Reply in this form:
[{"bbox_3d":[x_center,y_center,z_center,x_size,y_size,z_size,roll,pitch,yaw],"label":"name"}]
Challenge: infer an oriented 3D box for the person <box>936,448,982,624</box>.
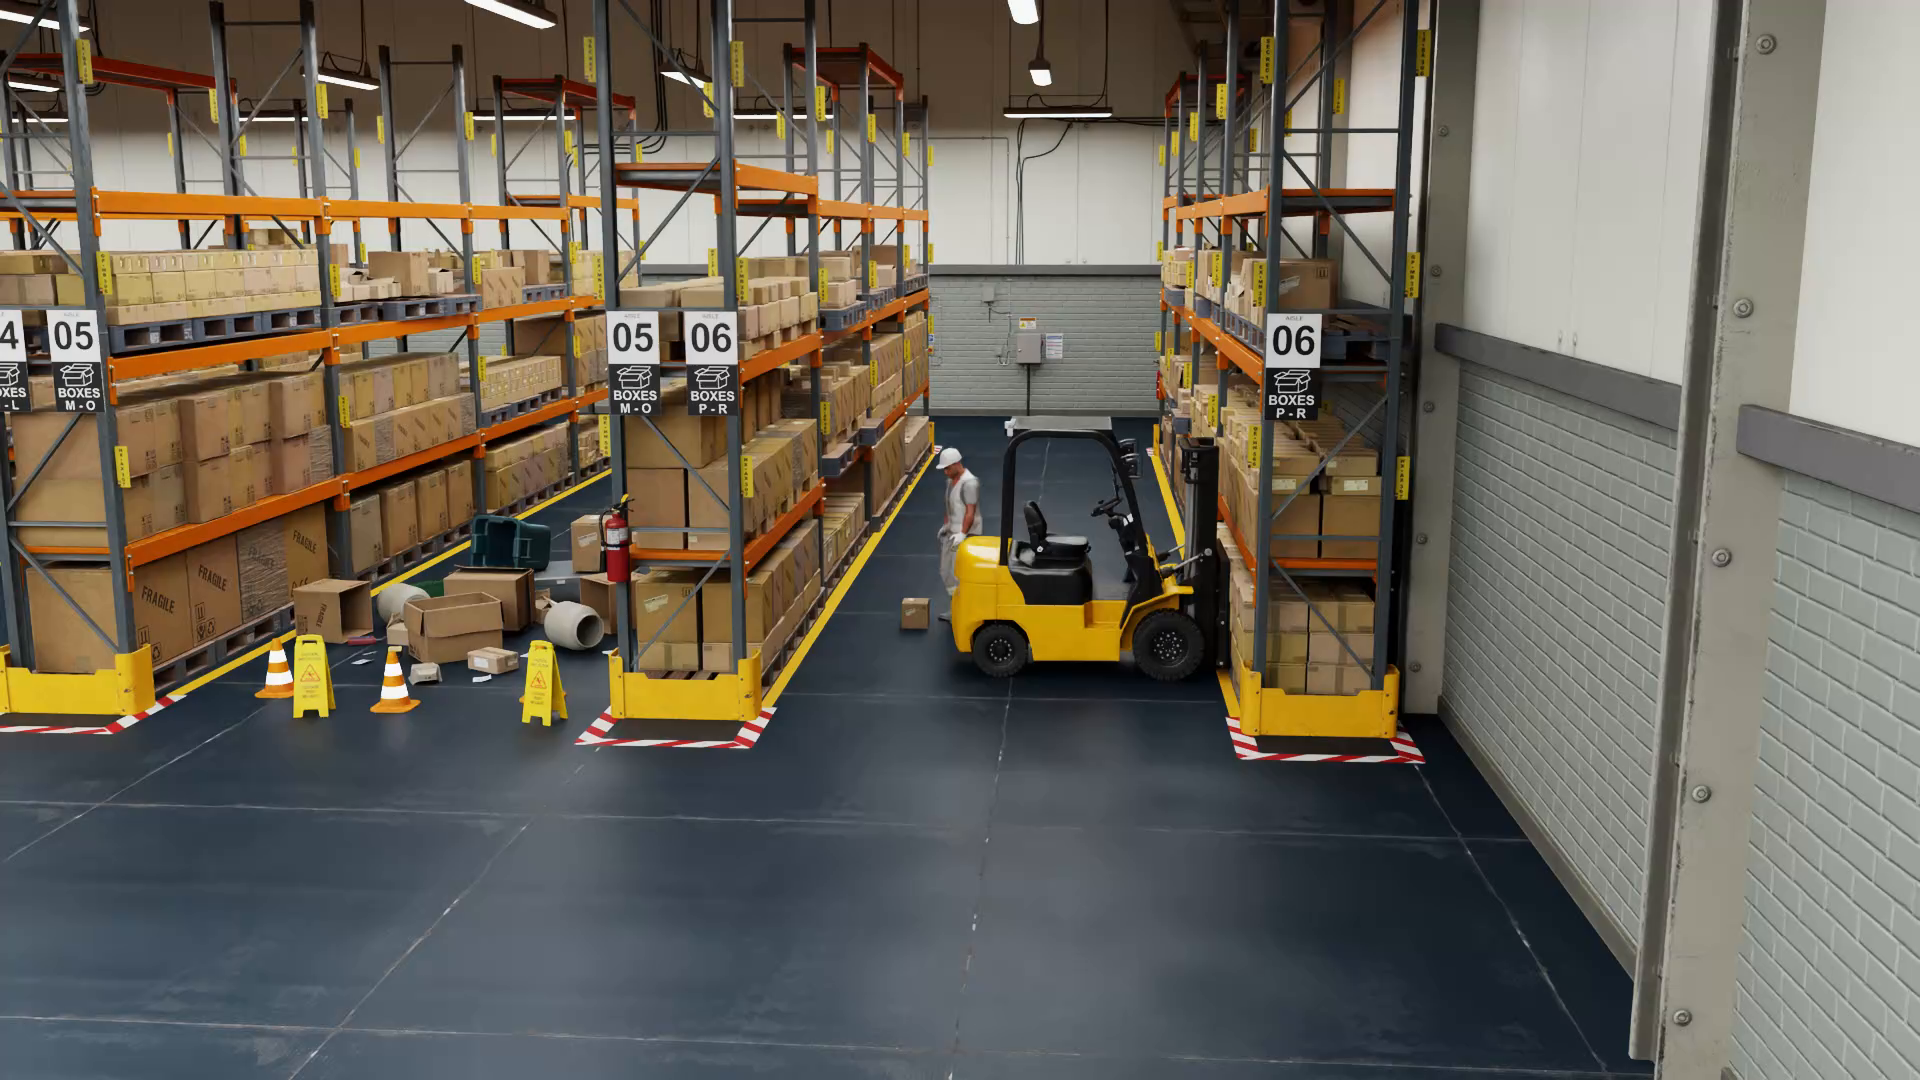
[{"bbox_3d":[-0.017,-0.043,16.240,0.459,1.735,0.544,-5,12,-23],"label":"person"}]
